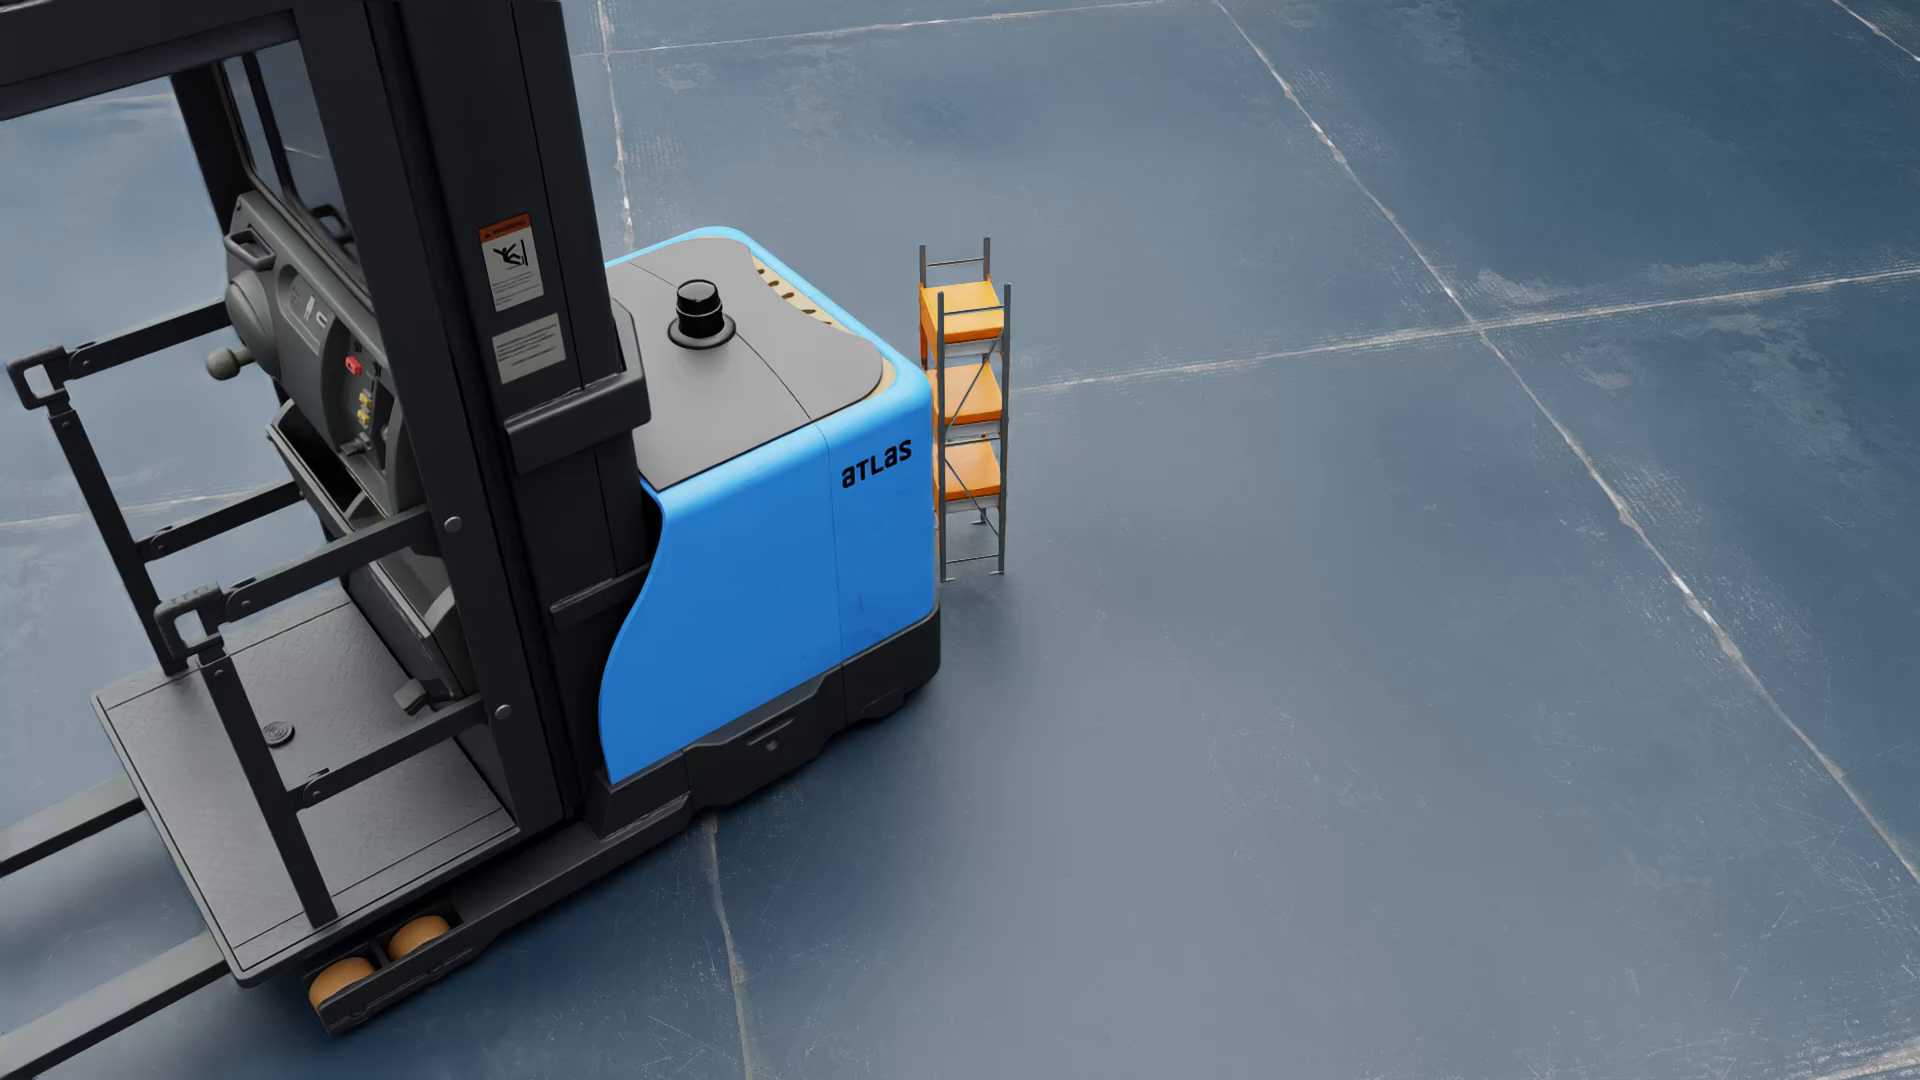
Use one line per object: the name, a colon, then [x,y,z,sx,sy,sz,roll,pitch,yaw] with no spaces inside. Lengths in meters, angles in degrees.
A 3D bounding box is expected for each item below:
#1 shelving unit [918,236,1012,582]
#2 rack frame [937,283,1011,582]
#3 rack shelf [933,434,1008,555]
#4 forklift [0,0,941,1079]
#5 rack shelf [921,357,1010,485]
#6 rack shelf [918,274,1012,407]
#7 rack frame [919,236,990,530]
shelving unit: [0.012,-0.358,4.862,0.215,1.050,0.252,-8,42,-9]
rack frame: [0.038,-0.279,4.773,0.200,1.050,0.008,-8,42,-9]
rack shelf: [0.012,-0.142,5.054,0.215,0.259,0.240,-8,42,-9]
forklift: [-1.529,-0.341,3.427,3.031,2.935,1.130,-27,48,-27]
rack shelf: [0.012,-0.350,4.869,0.215,0.259,0.240,-8,42,-9]
rack shelf: [0.012,-0.562,4.681,0.215,0.259,0.240,-8,42,-9]
rack frame: [-0.015,-0.437,4.951,0.200,1.050,0.008,-8,42,-9]
